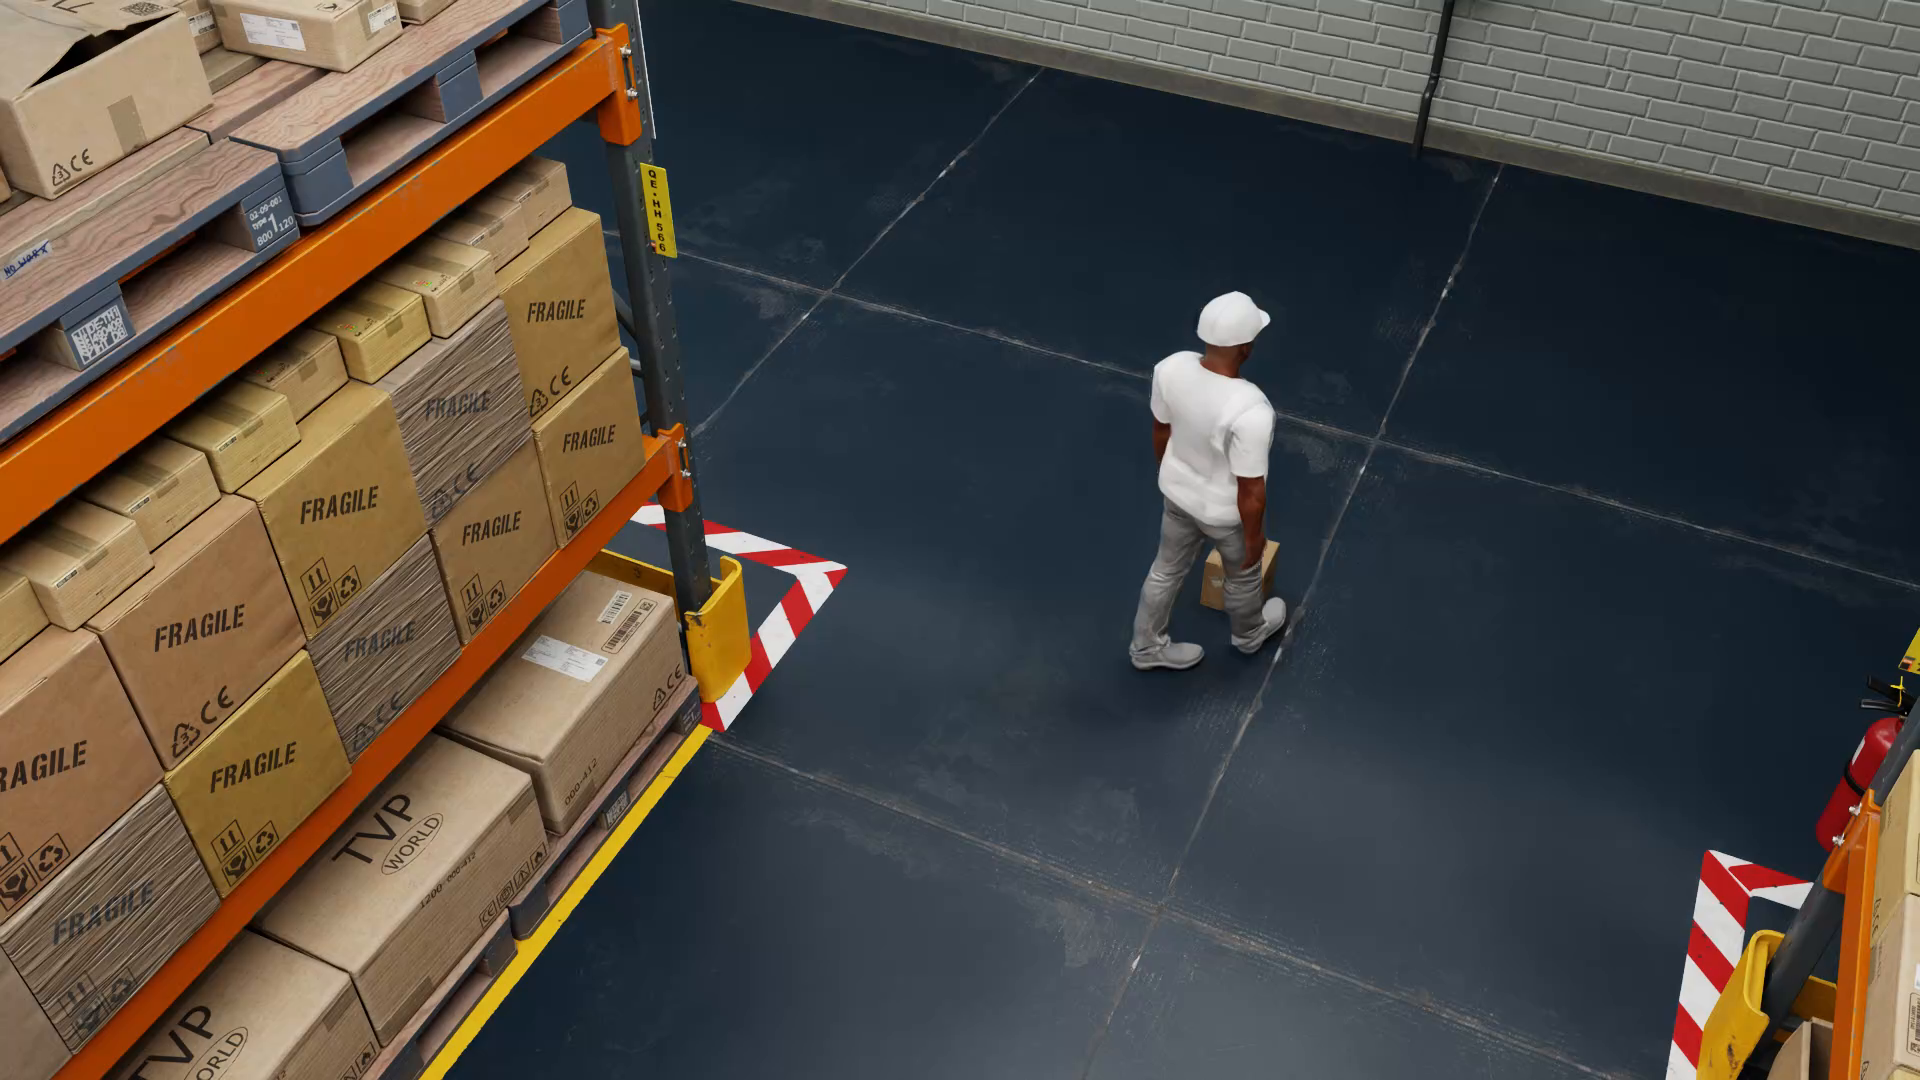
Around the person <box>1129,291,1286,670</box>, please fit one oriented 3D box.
[{"bbox_3d":[1.040,-0.217,6.384,0.716,1.761,0.587,-29,49,-28],"label":"person"}]
